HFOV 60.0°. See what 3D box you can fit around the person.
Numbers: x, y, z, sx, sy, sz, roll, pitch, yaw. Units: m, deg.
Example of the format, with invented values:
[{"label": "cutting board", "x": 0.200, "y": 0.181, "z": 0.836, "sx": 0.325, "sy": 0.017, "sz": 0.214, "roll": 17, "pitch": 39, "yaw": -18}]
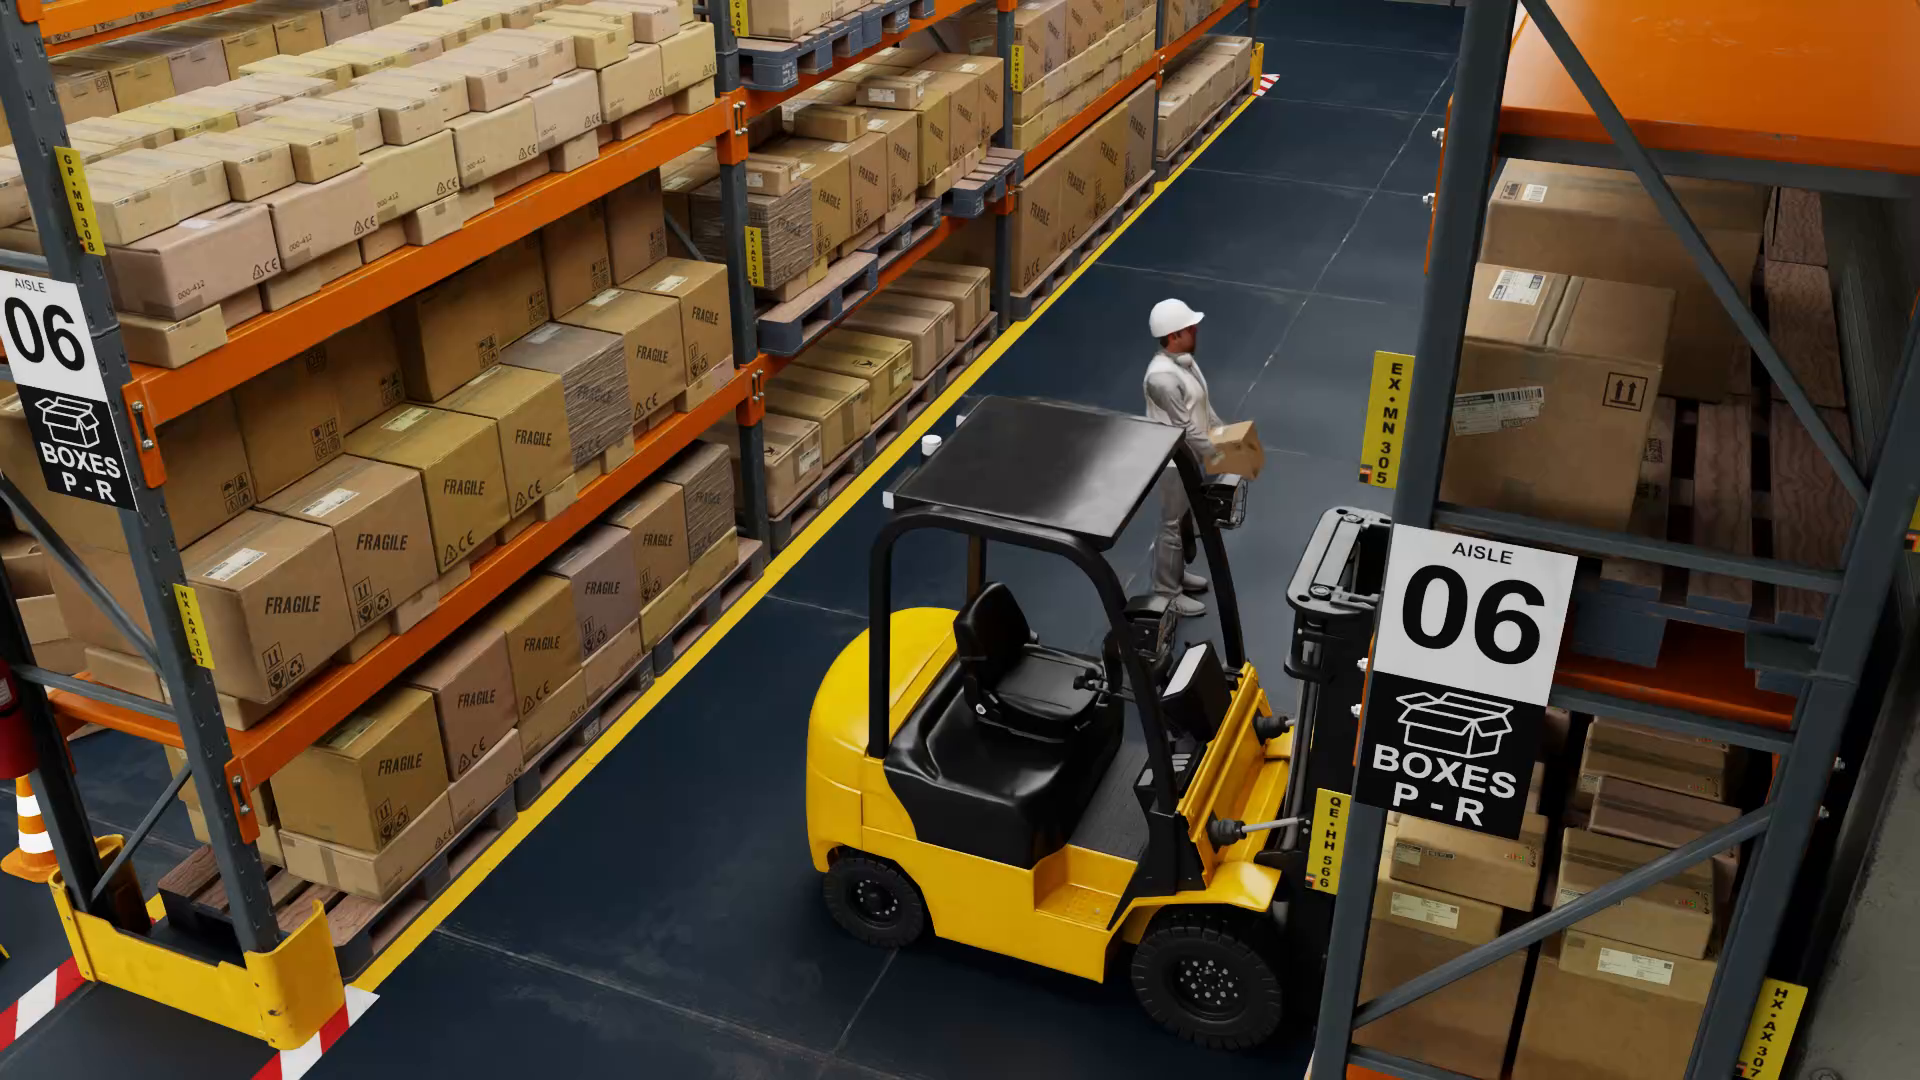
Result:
[{"label": "person", "x": 1.269, "y": -0.468, "z": 9.199, "sx": 0.540, "sy": 1.776, "sz": 0.531, "roll": 7, "pitch": 30, "yaw": 12}]
